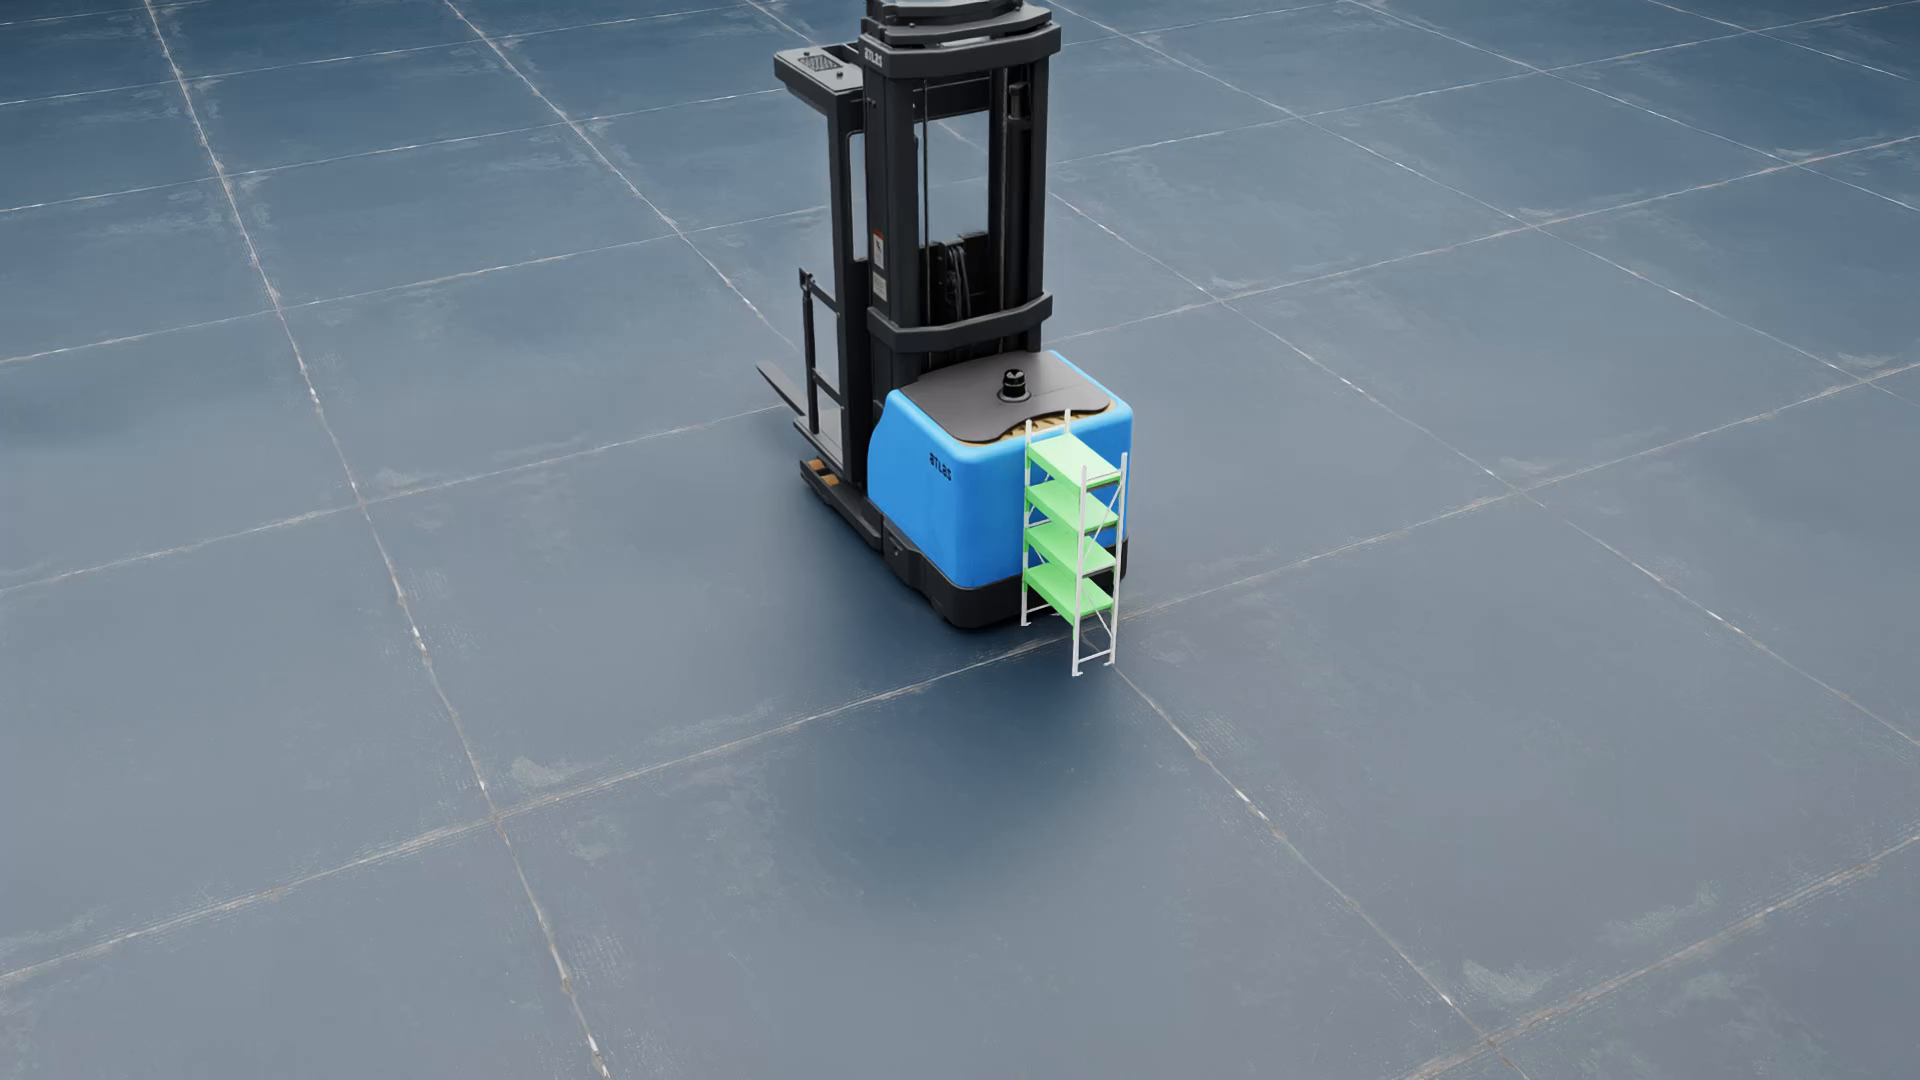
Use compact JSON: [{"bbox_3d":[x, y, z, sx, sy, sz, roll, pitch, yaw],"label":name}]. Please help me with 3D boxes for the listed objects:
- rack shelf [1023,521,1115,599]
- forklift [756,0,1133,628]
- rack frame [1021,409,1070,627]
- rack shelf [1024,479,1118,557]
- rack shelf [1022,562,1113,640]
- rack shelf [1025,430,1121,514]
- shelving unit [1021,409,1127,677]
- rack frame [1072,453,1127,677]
[{"bbox_3d":[0.542,0.077,8.137,0.258,0.148,0.480,-17,36,-24],"label":"rack shelf"},{"bbox_3d":[-0.275,-1.556,8.962,1.130,2.935,3.031,-17,36,-24],"label":"forklift"},{"bbox_3d":[0.423,-0.092,8.281,0.240,1.200,0.015,-17,36,-24],"label":"rack frame"},{"bbox_3d":[0.542,-0.125,8.007,0.258,0.148,0.480,-17,36,-24],"label":"rack shelf"},{"bbox_3d":[0.542,0.279,8.266,0.258,0.148,0.480,-17,36,-24],"label":"rack shelf"},{"bbox_3d":[0.542,-0.328,7.878,0.258,0.148,0.480,-17,36,-24],"label":"rack shelf"},{"bbox_3d":[0.542,0.023,8.102,0.258,1.200,0.503,-17,36,-24],"label":"shelving unit"},{"bbox_3d":[0.661,0.138,7.923,0.240,1.200,0.015,-17,36,-24],"label":"rack frame"}]
